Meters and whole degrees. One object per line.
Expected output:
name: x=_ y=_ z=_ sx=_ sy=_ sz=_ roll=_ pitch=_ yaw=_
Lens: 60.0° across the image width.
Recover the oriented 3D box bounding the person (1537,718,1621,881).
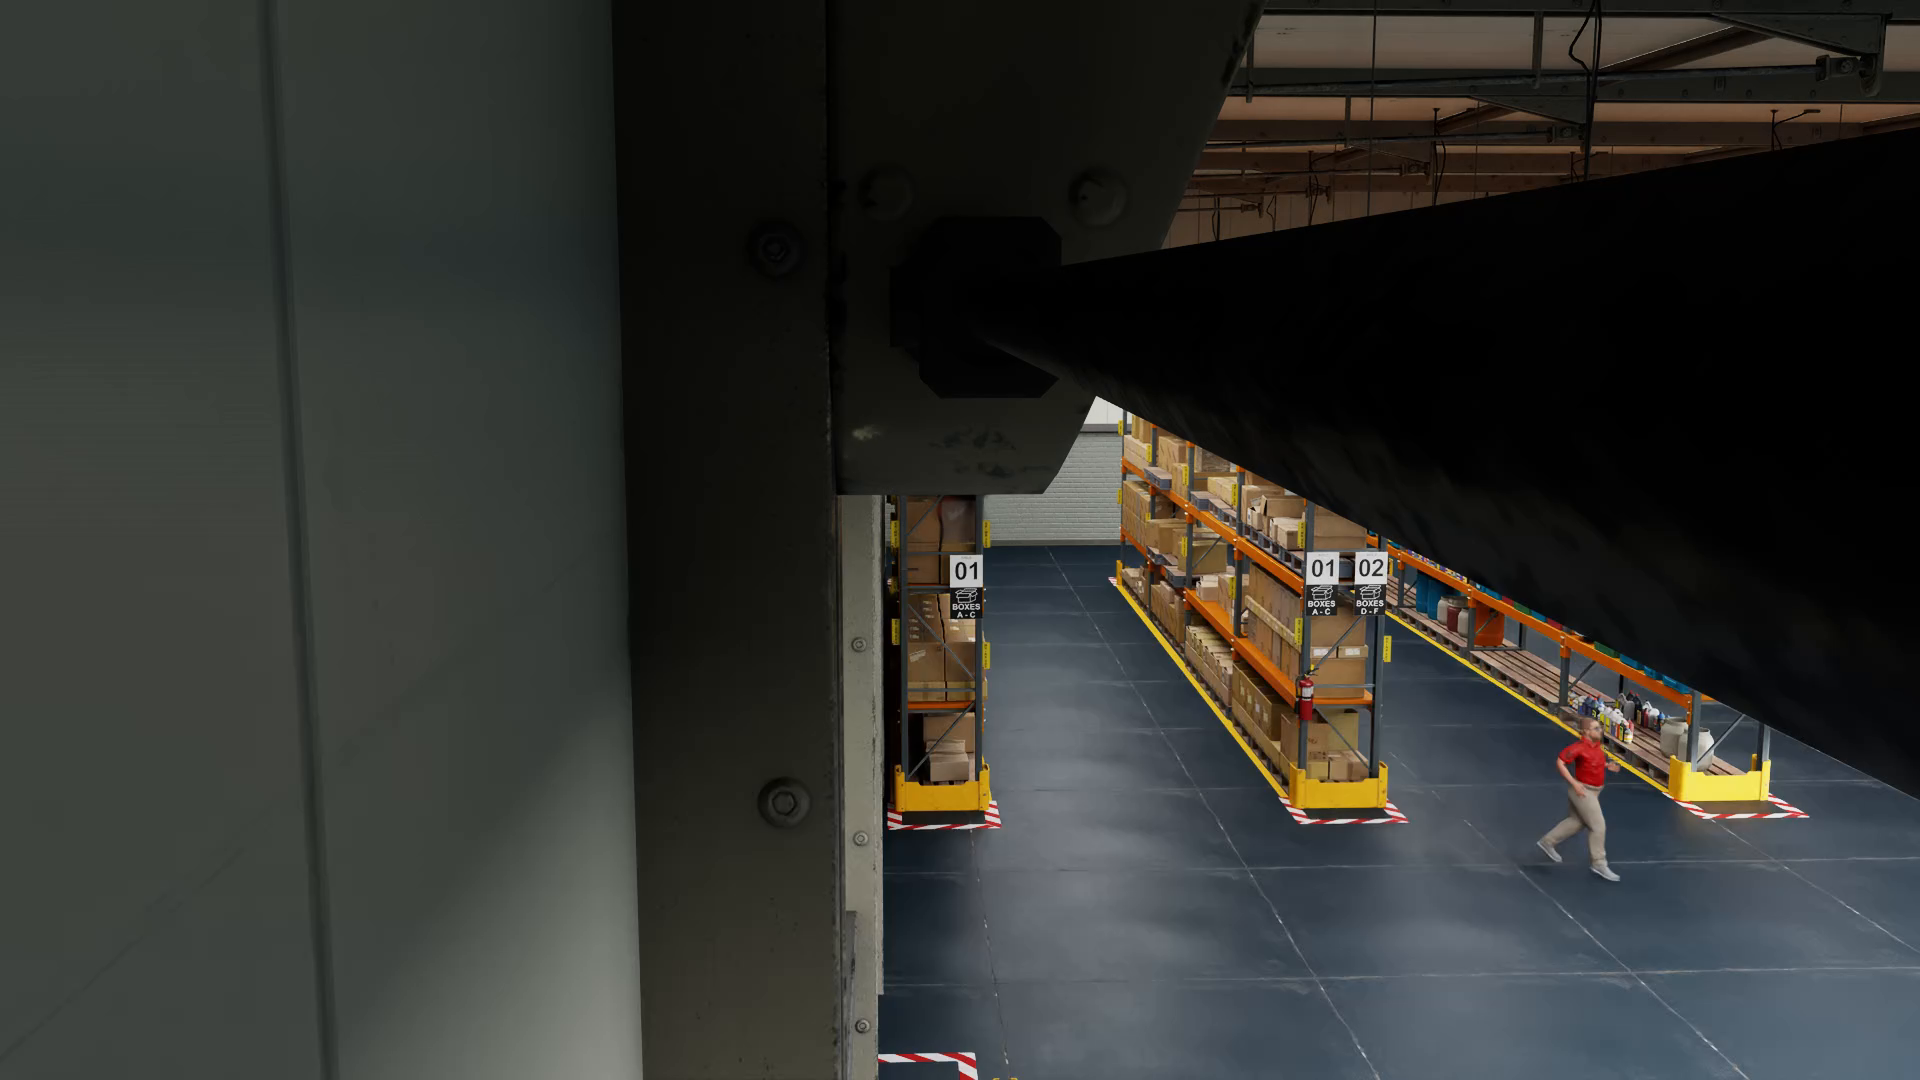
person: x=6.854 y=2.803 z=18.277 sx=0.887 sy=1.762 sz=0.641 roll=5 pitch=10 yaw=31
